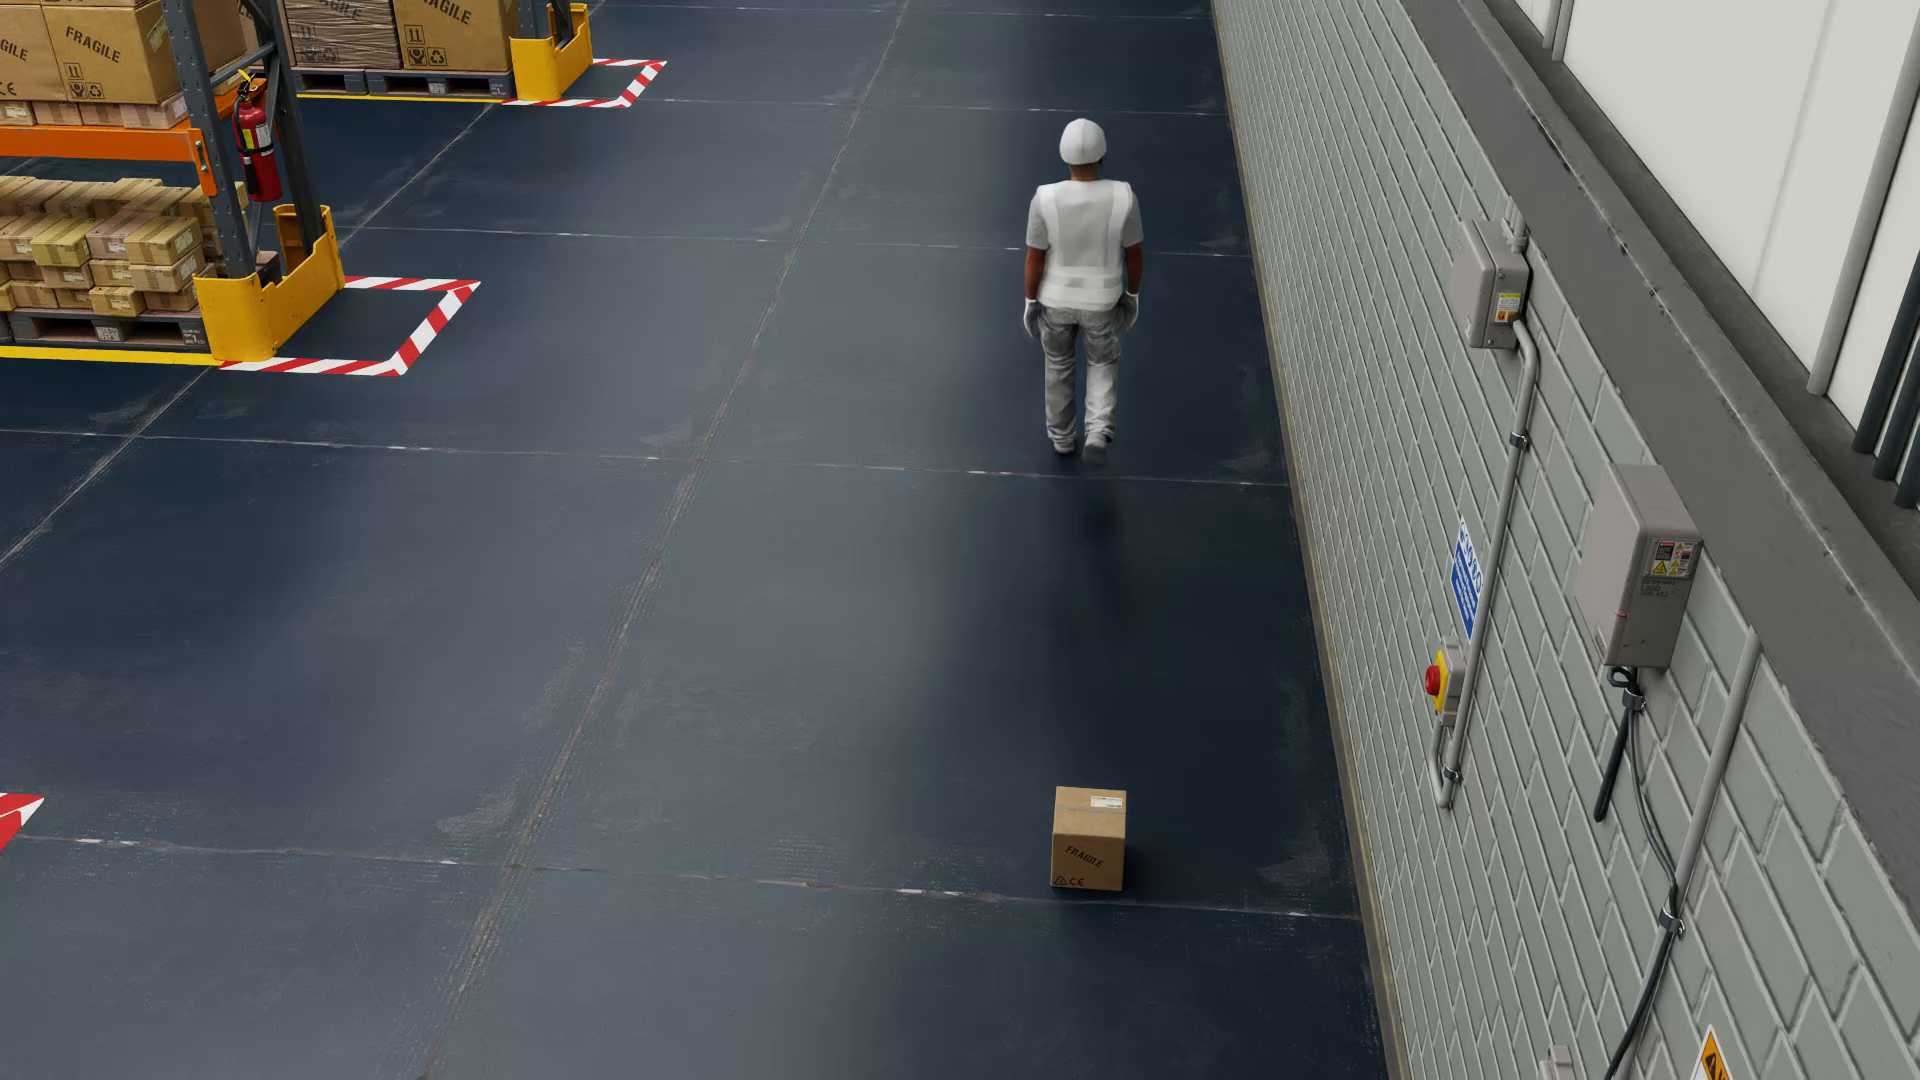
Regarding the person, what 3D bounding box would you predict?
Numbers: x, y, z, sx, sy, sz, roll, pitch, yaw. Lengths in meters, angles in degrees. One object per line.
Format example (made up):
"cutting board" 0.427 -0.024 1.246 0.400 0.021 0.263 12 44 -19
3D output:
"person" 0.587 -1.145 7.952 0.562 1.763 0.773 1 32 1
